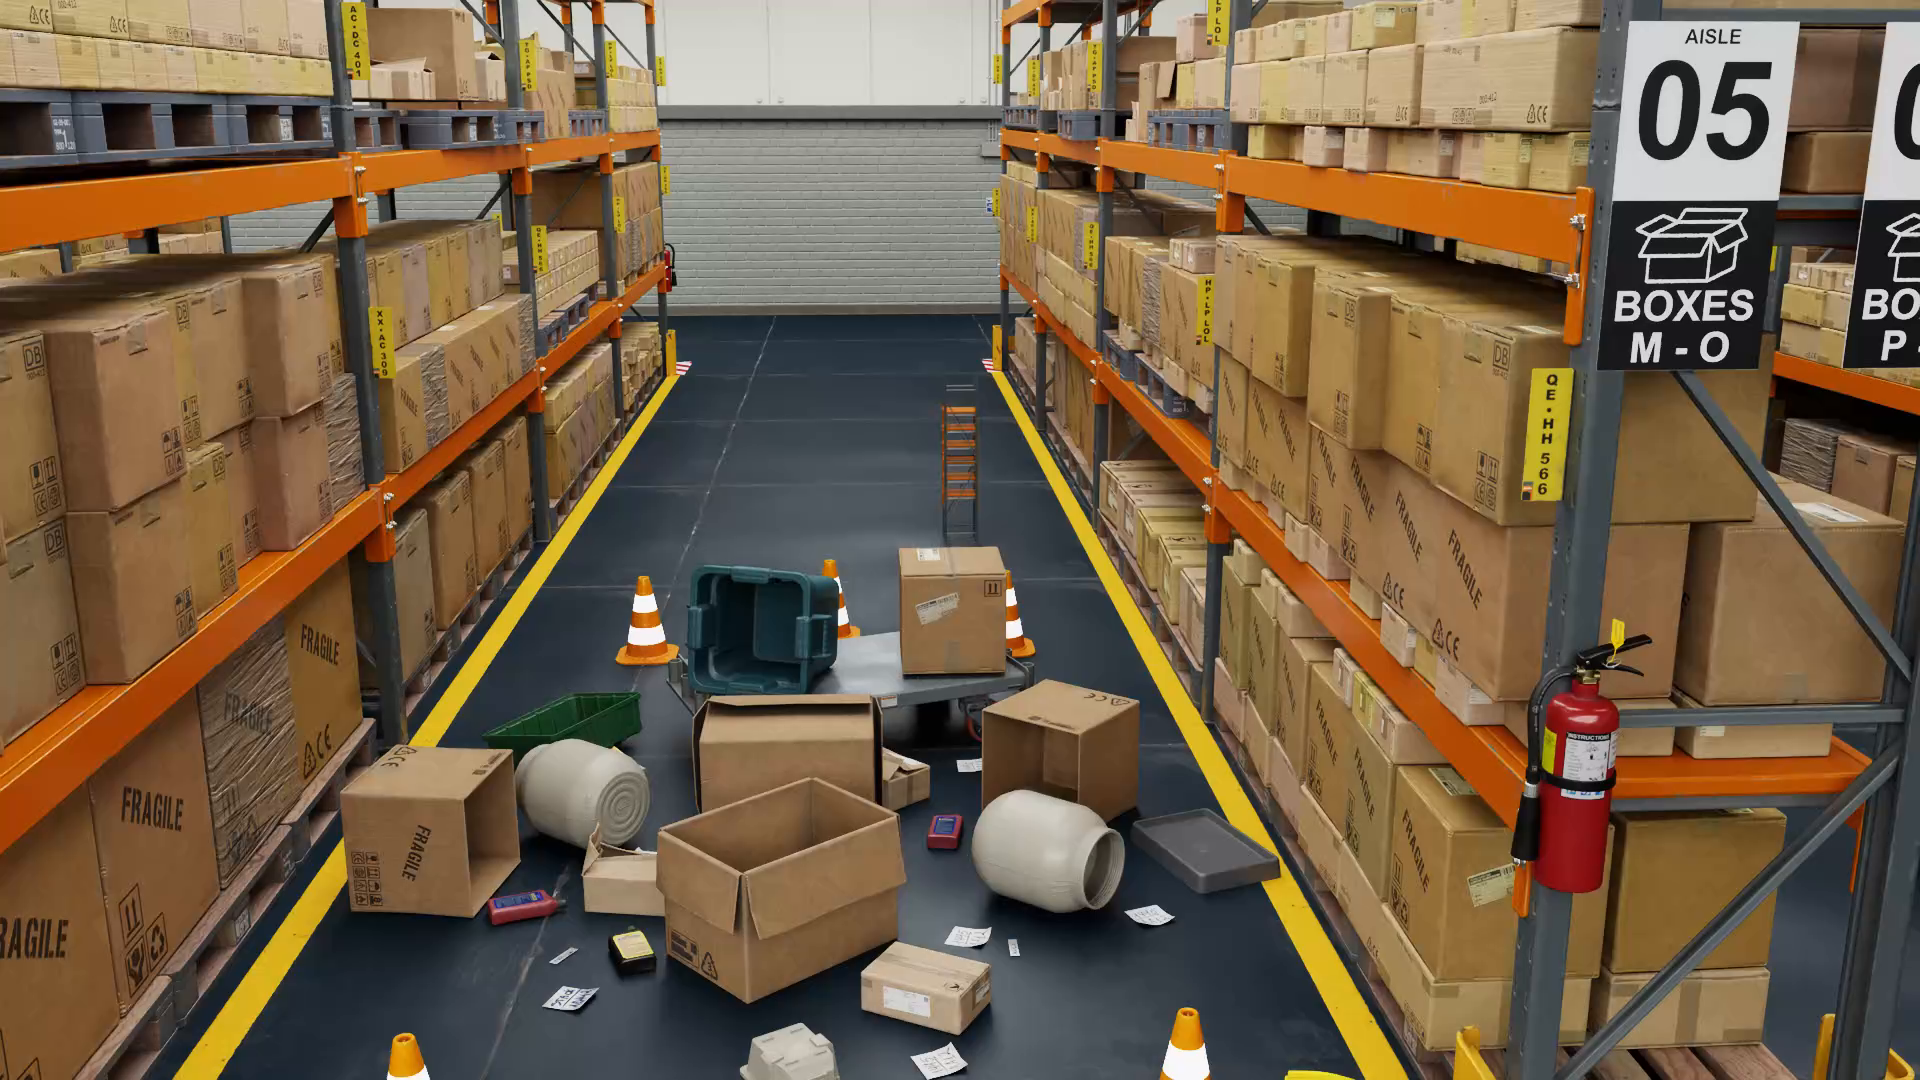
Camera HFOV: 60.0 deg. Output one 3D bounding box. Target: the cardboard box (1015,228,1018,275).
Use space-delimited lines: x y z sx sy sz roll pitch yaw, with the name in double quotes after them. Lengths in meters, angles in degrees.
0.853 -3.071 17.743 0.500 0.500 0.500 0 14 -2 "cardboard box"

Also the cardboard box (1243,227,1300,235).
1.868 -1.841 10.220 0.380 0.149 0.250 -2 15 -6 "cardboard box"

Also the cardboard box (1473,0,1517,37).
1.653 -1.469 4.599 0.380 0.149 0.250 -1 14 -4 "cardboard box"

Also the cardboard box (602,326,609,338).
-4.115 -2.330 18.748 0.380 0.149 0.250 -1 14 -2 "cardboard box"

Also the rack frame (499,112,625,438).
-3.697 -2.427 15.439 1.000 3.000 0.127 -1 14 -3 "rack frame"

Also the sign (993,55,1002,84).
0.435 -5.430 19.180 0.100 0.325 0.005 -1 14 -3 "sign"

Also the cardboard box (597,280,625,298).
-3.388 -2.381 15.764 0.380 0.149 0.250 0 14 -1 "cardboard box"

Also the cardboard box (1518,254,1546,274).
5.916 -2.800 16.594 0.500 0.250 0.500 -1 14 -2 "cardboard box"

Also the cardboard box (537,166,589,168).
-4.100 -3.601 17.197 0.500 0.500 0.500 -1 14 -5 "cardboard box"

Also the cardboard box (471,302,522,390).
-3.124 -1.249 10.659 0.500 0.500 0.500 -1 14 -3 "cardboard box"

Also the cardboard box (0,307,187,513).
-2.963 -0.408 5.123 0.875 0.550 0.550 -1 14 -3 "cardboard box"

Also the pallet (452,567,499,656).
-3.403 0.418 9.977 1.003 0.211 1.213 -1 14 -3 "pallet"

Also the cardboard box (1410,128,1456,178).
1.637 -1.213 5.204 0.380 0.149 0.250 -1 14 -4 "cardboard box"

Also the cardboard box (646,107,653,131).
-3.614 -4.566 18.034 0.500 0.250 0.500 -1 14 -3 "cardboard box"

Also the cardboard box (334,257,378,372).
-3.238 -1.093 8.049 0.700 0.500 0.500 -1 14 -4 "cardboard box"

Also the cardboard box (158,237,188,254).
-8.544 -3.072 17.652 0.500 0.250 0.500 -1 14 -5 "cardboard box"

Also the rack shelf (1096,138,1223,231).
1.609 -2.140 9.750 1.077 0.370 4.000 -1 14 -3 "rack shelf"

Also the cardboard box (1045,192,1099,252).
1.037 -2.821 14.764 0.500 0.500 0.500 -1 14 -4 "cardboard box"

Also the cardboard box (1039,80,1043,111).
0.919 -3.990 14.919 0.396 0.266 0.258 -1 14 -4 "cardboard box"

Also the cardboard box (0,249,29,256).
-8.606 -2.751 14.485 0.797 0.503 0.637 -1 14 -5 "cardboard box"

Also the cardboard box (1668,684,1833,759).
2.166 0.490 4.606 0.380 0.149 0.250 -1 14 -3 "cardboard box"

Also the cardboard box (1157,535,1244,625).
1.650 0.221 9.577 0.950 0.372 0.625 0 14 0 "cardboard box"

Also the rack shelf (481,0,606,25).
-3.573 -4.293 12.898 1.077 0.370 4.000 -1 14 -3 "rack shelf"

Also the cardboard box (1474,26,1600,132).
1.680 -1.191 4.321 0.500 0.250 0.500 -1 14 -4 "cardboard box"

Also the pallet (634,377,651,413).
-3.853 -1.547 17.615 1.003 0.211 1.213 -1 14 -3 "pallet"

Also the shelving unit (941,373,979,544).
0.001 -0.577 11.863 0.258 1.200 0.189 -1 14 -3 "shelving unit"

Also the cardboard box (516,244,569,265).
-3.379 -2.309 13.447 0.380 0.149 0.250 -1 14 -4 "cardboard box"

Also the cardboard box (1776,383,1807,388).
6.633 -1.180 13.464 0.380 0.149 0.250 -1 14 -3 "cardboard box"

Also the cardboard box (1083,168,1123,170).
1.432 -3.647 16.672 0.380 0.149 0.250 -1 14 -4 "cardboard box"

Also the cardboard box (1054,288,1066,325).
1.072 -1.961 13.931 0.500 0.250 0.500 -1 14 -4 "cardboard box"

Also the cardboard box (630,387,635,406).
-3.416 -1.411 16.370 0.380 0.149 0.250 0 14 -2 "cardboard box"

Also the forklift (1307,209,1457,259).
3.081 -1.508 12.007 1.130 2.935 3.031 -1 14 -3 "forklift"

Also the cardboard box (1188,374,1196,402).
1.427 -0.810 8.816 0.380 0.149 0.250 -1 14 -5 "cardboard box"

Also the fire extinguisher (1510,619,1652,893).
1.528 0.529 4.106 0.296 0.674 0.183 -1 14 -3 "fire extinguisher"

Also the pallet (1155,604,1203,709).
1.683 0.618 9.201 1.003 0.211 1.213 -1 14 -3 "pallet"

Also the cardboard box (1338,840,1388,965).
1.638 1.258 5.791 0.500 0.250 0.500 -1 14 -3 "cardboard box"

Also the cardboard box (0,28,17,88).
-2.687 -1.241 4.271 0.380 0.149 0.250 -1 14 -3 "cardboard box"

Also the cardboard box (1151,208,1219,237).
1.698 -2.193 12.321 0.500 0.500 0.500 -1 14 -5 "cardboard box"

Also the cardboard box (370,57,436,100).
-3.106 -2.545 9.106 0.396 0.266 0.258 -1 14 -3 "cardboard box"

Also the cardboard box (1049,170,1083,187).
0.992 -3.514 16.156 0.380 0.149 0.250 -1 14 -2 "cardboard box"

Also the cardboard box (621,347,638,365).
-3.508 -1.887 17.026 0.380 0.149 0.250 -1 14 -2 "cardboard box"

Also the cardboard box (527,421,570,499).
-3.239 -0.605 12.531 0.500 0.500 0.500 -2 15 -6 "cardboard box"

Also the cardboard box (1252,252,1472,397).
1.557 -0.850 6.506 0.700 0.500 0.500 -1 14 -5 "cardboard box"

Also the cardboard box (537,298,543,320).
-3.292 -1.695 12.255 0.380 0.149 0.250 0 14 -1 "cardboard box"

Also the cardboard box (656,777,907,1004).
-0.655 1.267 6.091 0.797 0.503 0.637 -13 20 -42 "cardboard box"

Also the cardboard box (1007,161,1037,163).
0.735 -4.277 19.122 0.380 0.149 0.250 -1 14 -2 "cardboard box"

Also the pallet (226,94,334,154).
-3.161 -1.643 6.552 1.003 0.211 1.213 -1 14 -3 "pallet"

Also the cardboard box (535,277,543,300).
-3.298 -1.849 12.256 0.380 0.149 0.250 0 14 -1 "cardboard box"

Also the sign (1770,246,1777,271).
5.898 -2.123 12.092 0.100 0.325 0.005 -1 14 -3 "sign"

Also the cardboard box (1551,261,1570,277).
5.998 -2.734 15.589 0.700 0.500 0.500 -1 14 -2 "cardboard box"

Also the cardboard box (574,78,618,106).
-3.488 -4.172 15.501 0.500 0.250 0.500 0 14 -2 "cardboard box"

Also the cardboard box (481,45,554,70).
-3.733 -3.747 13.499 0.797 0.503 0.637 -1 14 -4 "cardboard box"

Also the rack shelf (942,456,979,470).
0.001 -0.534 11.874 0.258 0.103 0.180 -1 14 -3 "rack shelf"

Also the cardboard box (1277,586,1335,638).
1.501 0.290 6.749 0.380 0.149 0.250 0 14 0 "cardboard box"

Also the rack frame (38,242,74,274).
-8.654 -2.375 15.239 1.000 3.000 0.127 -1 14 -3 "rack frame"

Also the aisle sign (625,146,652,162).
-3.650 -4.703 19.070 0.394 0.787 0.004 -1 14 -3 "aisle sign"
